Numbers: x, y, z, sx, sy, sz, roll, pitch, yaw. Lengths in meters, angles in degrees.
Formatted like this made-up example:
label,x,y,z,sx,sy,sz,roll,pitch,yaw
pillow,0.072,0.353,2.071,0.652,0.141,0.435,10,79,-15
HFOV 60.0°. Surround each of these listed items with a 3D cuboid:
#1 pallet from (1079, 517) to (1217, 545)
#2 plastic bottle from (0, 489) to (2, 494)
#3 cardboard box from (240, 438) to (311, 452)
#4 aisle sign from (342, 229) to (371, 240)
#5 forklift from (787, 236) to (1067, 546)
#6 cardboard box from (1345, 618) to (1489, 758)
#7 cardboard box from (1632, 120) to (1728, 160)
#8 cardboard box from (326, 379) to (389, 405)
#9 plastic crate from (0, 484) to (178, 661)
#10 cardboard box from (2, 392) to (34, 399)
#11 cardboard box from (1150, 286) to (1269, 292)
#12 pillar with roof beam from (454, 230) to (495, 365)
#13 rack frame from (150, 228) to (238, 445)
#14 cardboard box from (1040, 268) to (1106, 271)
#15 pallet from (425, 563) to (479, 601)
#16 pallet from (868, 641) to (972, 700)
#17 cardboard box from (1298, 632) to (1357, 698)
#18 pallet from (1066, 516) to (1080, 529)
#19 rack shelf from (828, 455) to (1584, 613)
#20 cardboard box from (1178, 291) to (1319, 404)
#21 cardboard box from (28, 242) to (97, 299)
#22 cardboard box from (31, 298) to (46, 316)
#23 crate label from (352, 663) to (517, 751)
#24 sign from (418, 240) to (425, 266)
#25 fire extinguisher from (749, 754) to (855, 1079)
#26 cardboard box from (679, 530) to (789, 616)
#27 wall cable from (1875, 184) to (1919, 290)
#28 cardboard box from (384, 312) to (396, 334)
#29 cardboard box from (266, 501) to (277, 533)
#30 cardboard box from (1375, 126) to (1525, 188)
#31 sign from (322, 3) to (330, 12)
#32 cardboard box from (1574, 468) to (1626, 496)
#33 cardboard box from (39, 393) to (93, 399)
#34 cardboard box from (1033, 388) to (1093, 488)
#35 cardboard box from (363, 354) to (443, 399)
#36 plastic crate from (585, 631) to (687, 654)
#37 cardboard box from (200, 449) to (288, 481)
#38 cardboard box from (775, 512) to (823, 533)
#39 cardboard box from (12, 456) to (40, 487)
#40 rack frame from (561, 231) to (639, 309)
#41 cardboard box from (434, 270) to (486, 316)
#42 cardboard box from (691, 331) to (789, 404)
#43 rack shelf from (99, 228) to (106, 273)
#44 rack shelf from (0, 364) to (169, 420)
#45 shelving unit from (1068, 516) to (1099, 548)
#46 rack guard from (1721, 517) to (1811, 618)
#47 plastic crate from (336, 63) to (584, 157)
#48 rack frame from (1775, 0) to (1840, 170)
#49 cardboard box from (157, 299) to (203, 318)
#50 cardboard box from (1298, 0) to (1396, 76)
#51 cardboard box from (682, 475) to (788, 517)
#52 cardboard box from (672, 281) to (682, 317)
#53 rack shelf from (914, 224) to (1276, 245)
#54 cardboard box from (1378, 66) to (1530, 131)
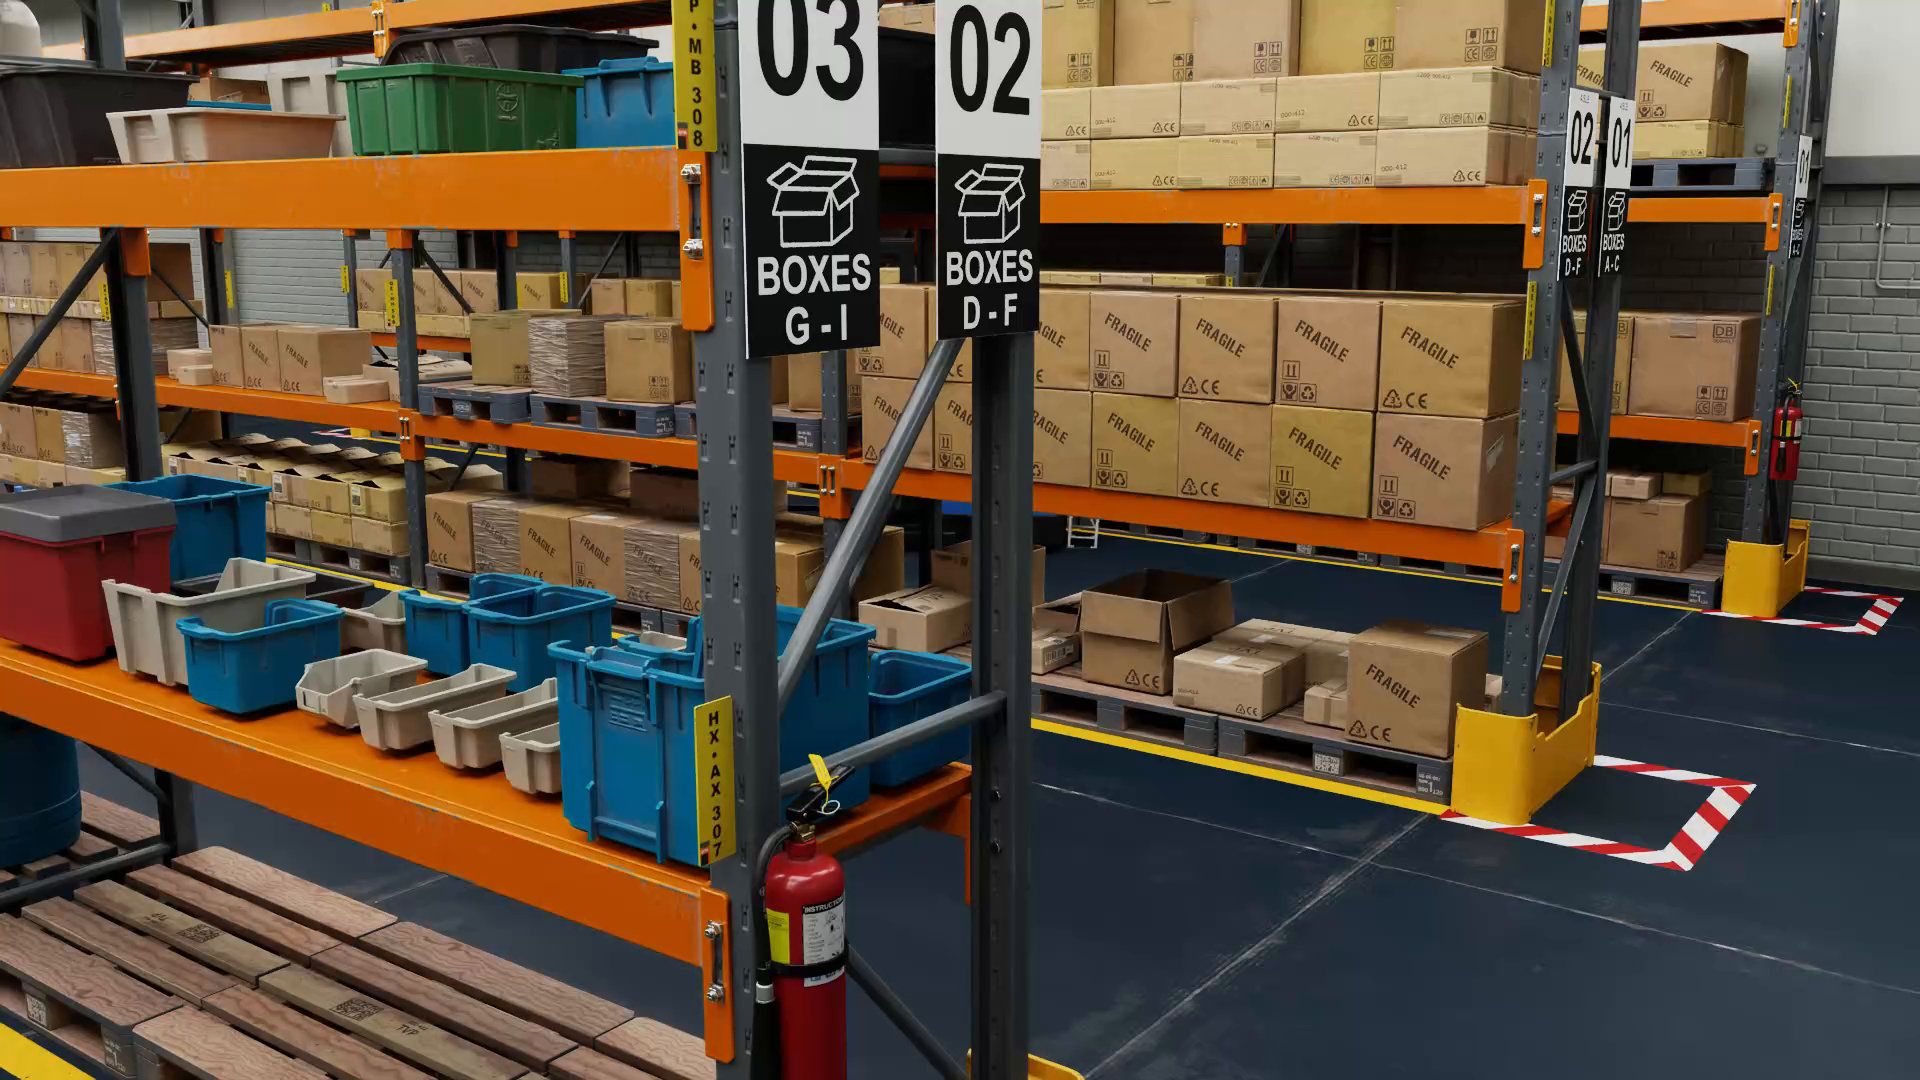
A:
label,x,y,z,sx,sy,sz,roll,pitch,yaw
pallet,1.807,-0.205,14.536,1.213,0.211,1.003,8,13,36
plastic bottle,-4.149,-0.132,7.120,0.133,0.283,0.061,8,13,36
cardboard box,-5.984,-0.712,14.471,0.500,0.311,0.500,8,14,37
aisle sign,-7.434,-4.087,20.413,0.004,0.787,0.394,8,13,36
forklift,-0.626,-1.450,13.810,3.031,2.935,1.130,1,11,5
cardboard box,2.184,0.697,7.952,0.500,0.500,0.500,8,13,36
cardboard box,4.950,-2.746,11.453,0.500,0.250,0.500,8,14,37
cardboard box,-4.568,-1.126,12.612,0.250,0.149,0.380,8,13,36
plastic crate,-2.819,0.095,5.313,0.583,0.464,0.402,8,13,36
cardboard box,-9.423,-1.164,16.307,0.500,0.500,0.500,8,13,36
cardboard box,1.331,-1.093,8.884,0.500,0.500,0.500,8,13,35
pillar with roof beam,-8.670,-5.188,17.157,0.400,9.000,9.100,8,13,36
rack frame,-6.904,-1.640,14.609,0.127,3.000,1.000,8,13,36
cardboard box,1.006,-2.337,15.137,0.500,0.250,0.500,8,13,34
pallet,-3.100,0.269,12.085,1.213,0.211,1.003,8,13,36
pallet,0.097,0.706,9.825,1.213,0.211,1.003,8,13,36
cardboard box,2.095,0.682,8.686,0.500,0.250,0.500,8,13,36
pallet,0.820,-0.342,15.244,1.213,0.211,1.003,8,13,36
rack shelf,1.156,-0.162,8.866,4.000,0.370,1.077,8,13,36
cardboard box,1.419,-0.953,8.162,0.500,0.500,0.500,8,14,37
cardboard box,-8.076,-2.488,15.313,0.500,0.500,0.700,8,13,36
cardboard box,-8.272,-2.148,15.265,0.250,0.149,0.380,8,14,37
crate label,-1.395,0.441,4.390,0.243,0.136,0.396,8,13,36
sign,-6.854,-3.655,21.143,0.005,0.325,0.100,8,13,36
fire extinguisher,-0.314,0.775,3.313,0.183,0.674,0.296,8,13,36
cardboard box,-1.416,0.202,10.509,0.500,0.500,0.500,8,14,36
wall cable,7.290,-1.549,11.465,1.851,1.984,0.084,8,13,36
cardboard box,-6.566,-2.625,20.043,0.500,0.250,0.500,7,13,34
cardboard box,-5.485,-0.240,13.506,0.500,0.250,0.500,8,14,37
cardboard box,2.198,-1.707,7.455,0.500,0.250,0.500,8,13,36
sign,-7.520,-6.208,19.760,0.005,0.325,0.100,8,13,36
cardboard box,4.656,-0.425,12.099,0.250,0.149,0.380,8,14,37
cardboard box,-8.705,-1.189,16.438,0.500,0.500,0.500,8,13,36
cardboard box,0.610,-0.577,8.851,0.500,0.500,0.500,8,13,35
cardboard box,-4.286,-1.277,12.966,0.500,0.311,0.500,8,13,35
plastic crate,-0.927,0.364,4.787,0.298,0.136,0.250,8,13,36
cardboard box,-5.900,-0.572,13.745,0.500,0.311,0.500,7,13,34
cardboard box,-1.138,0.121,10.931,0.500,0.500,0.500,8,14,36
cardboard box,-8.619,-0.683,15.794,0.500,0.250,0.500,8,13,36
rack frame,-3.974,-2.399,18.531,0.127,3.000,1.000,8,13,36
cardboard box,-5.763,-2.881,19.391,0.500,0.500,0.500,8,14,37
cardboard box,-1.297,-1.151,10.712,0.700,0.500,0.500,-11,15,-44
rack shelf,-5.003,-1.327,6.988,4.000,0.370,1.077,8,13,36
rack shelf,-8.516,-1.512,15.840,4.000,0.370,1.077,8,13,36
shelving unit,1.048,-0.573,13.812,0.258,1.200,0.503,3,11,5
rack guard,5.717,0.180,11.781,0.348,0.500,1.175,8,13,36
plastic crate,-1.131,-0.969,3.800,0.336,0.188,0.450,8,13,36
rack frame,5.698,-3.995,10.988,0.127,3.000,1.000,8,13,36
cardboard box,-7.006,-2.067,14.847,0.250,0.149,0.380,8,13,35
cardboard box,1.992,-2.428,7.889,0.500,0.500,0.700,8,13,36
cardboard box,-1.507,-0.302,11.139,0.500,0.250,0.500,8,14,36
cardboard box,-2.589,-2.468,17.469,0.500,0.500,0.700,10,15,43
rack shelf,0.862,-2.844,14.828,4.000,0.370,1.077,8,13,36
cardboard box,2.203,-1.954,7.414,0.500,0.250,0.500,8,13,36
